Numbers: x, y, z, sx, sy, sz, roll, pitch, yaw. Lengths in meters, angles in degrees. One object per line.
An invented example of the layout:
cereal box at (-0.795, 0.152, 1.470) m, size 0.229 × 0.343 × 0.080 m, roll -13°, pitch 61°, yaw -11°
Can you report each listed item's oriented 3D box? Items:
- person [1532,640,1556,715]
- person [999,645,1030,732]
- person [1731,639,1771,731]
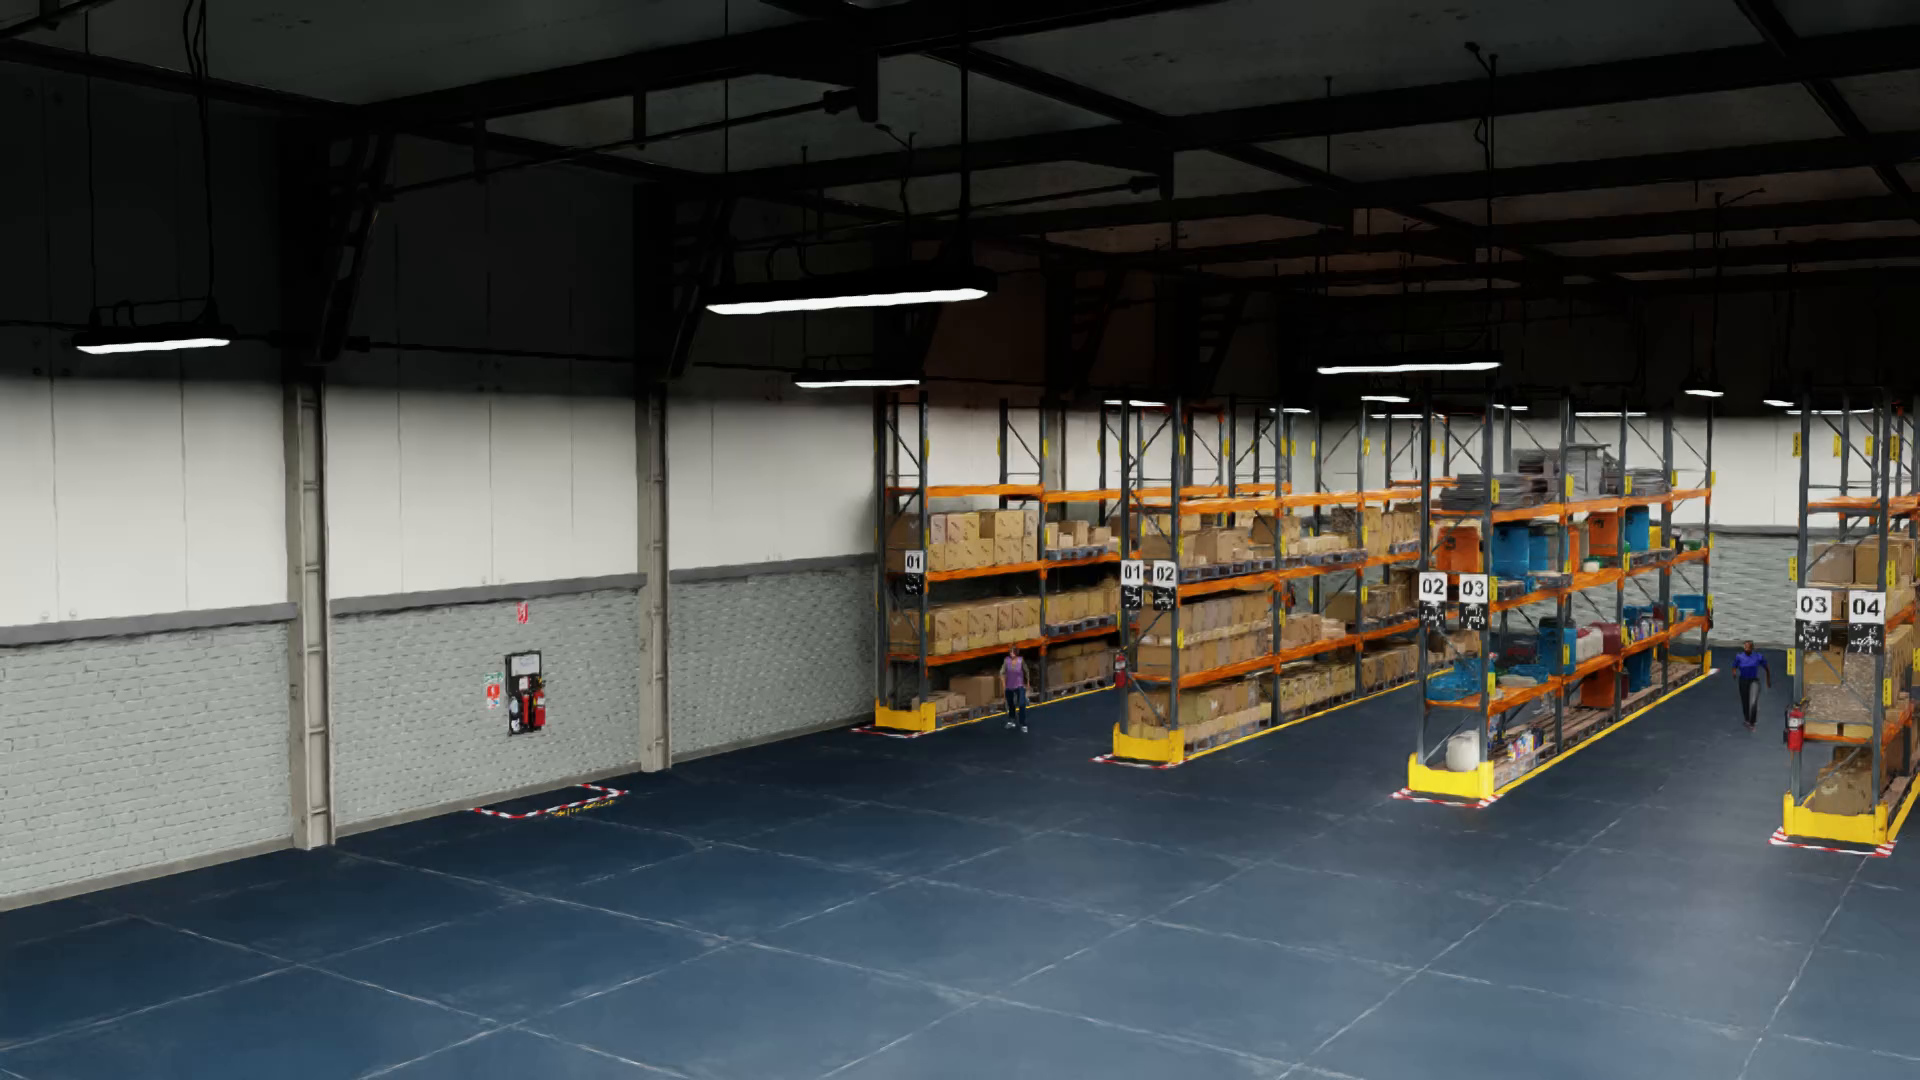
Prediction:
person at (10.652, 2.294, 30.152) m, size 0.399 × 1.772 × 0.594 m, roll 0°, pitch 3°, yaw -9°
person at (0.992, 2.596, 29.385) m, size 0.572 × 1.530 × 0.769 m, roll 1°, pitch 3°, yaw 15°
person at (14.107, 2.566, 29.716) m, size 0.603 × 1.576 × 0.831 m, roll 3°, pitch 4°, yaw 40°
